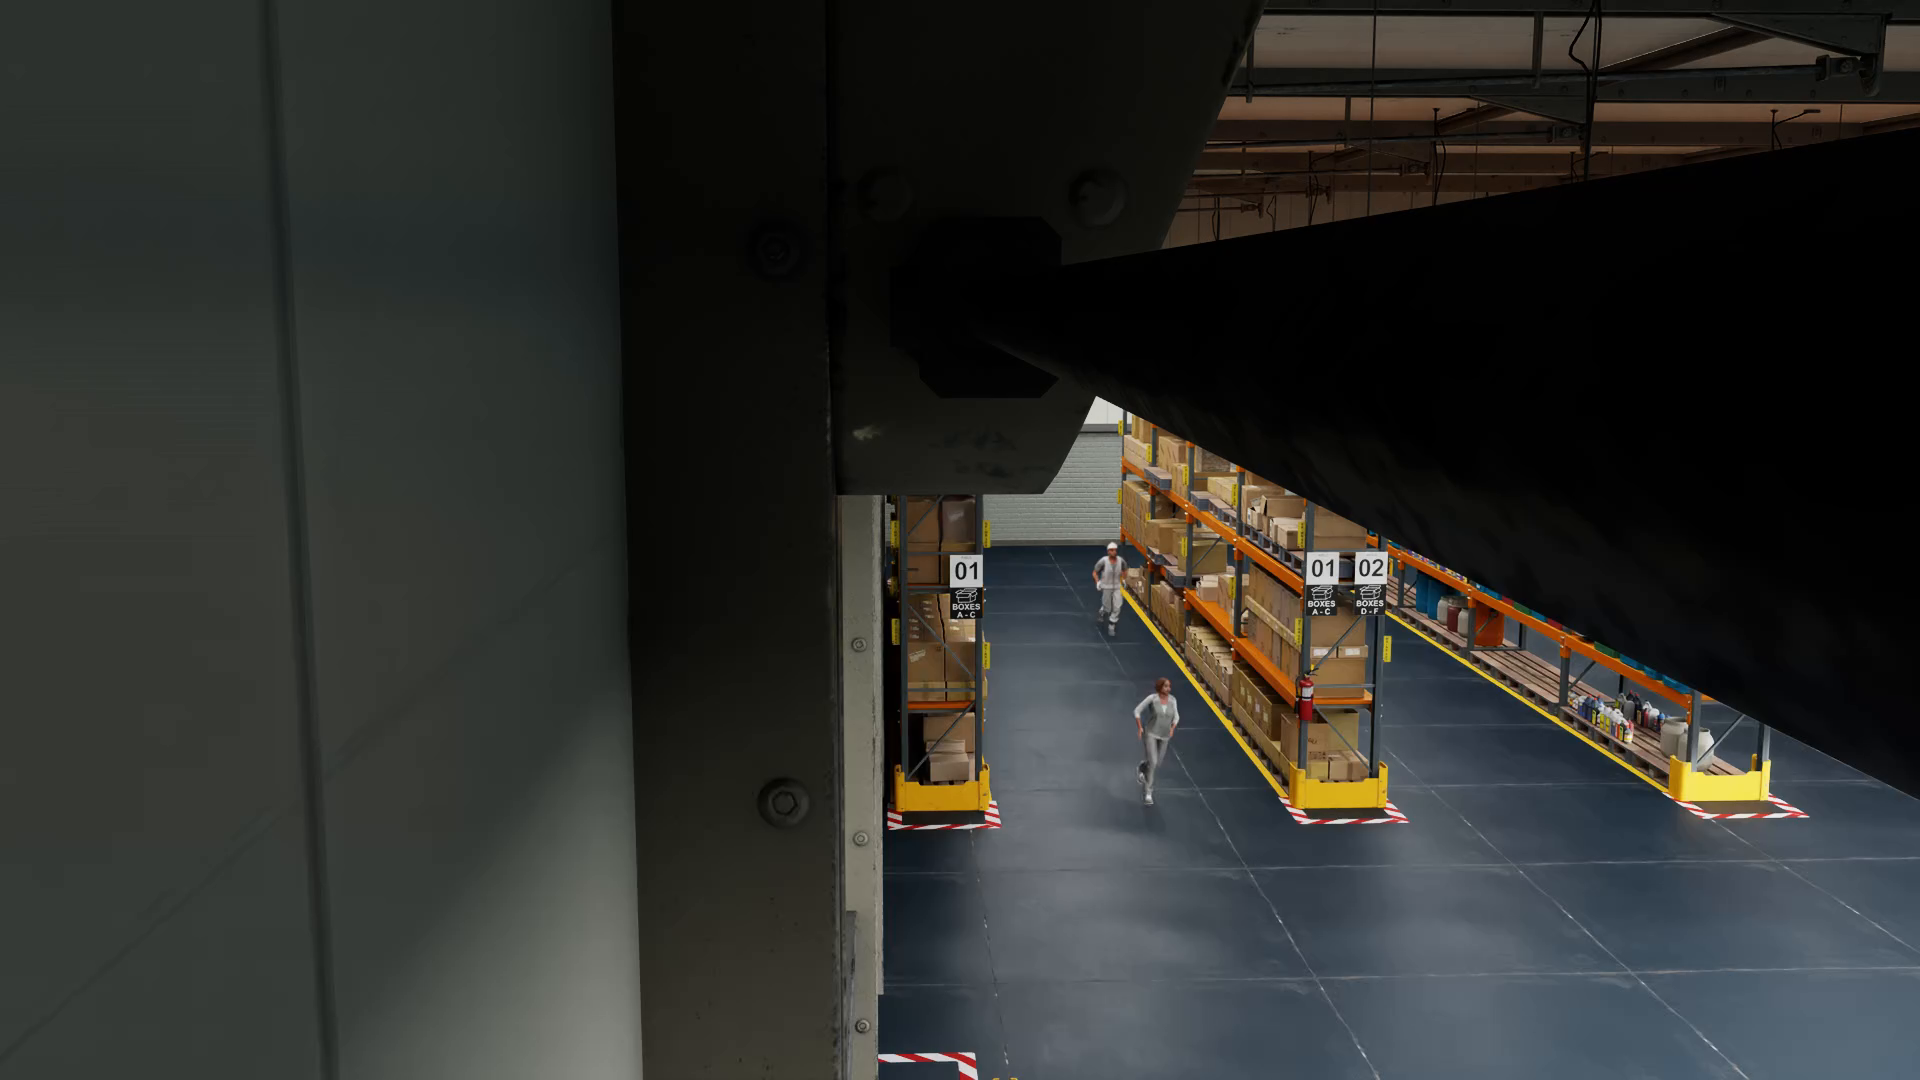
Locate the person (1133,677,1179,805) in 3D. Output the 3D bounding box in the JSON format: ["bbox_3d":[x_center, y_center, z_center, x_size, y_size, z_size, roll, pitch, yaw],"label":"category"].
[{"bbox_3d":[2.485,2.487,21.021,0.574,1.559,0.755,-2,9,-16],"label":"person"}]

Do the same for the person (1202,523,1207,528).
[{"bbox_3d":[5.350,-0.039,37.270,0.667,1.835,0.850,-3,9,-22],"label":"person"}]

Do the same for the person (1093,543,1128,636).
[{"bbox_3d":[2.826,0.895,31.195,0.677,1.735,0.676,-2,9,-13],"label":"person"}]
